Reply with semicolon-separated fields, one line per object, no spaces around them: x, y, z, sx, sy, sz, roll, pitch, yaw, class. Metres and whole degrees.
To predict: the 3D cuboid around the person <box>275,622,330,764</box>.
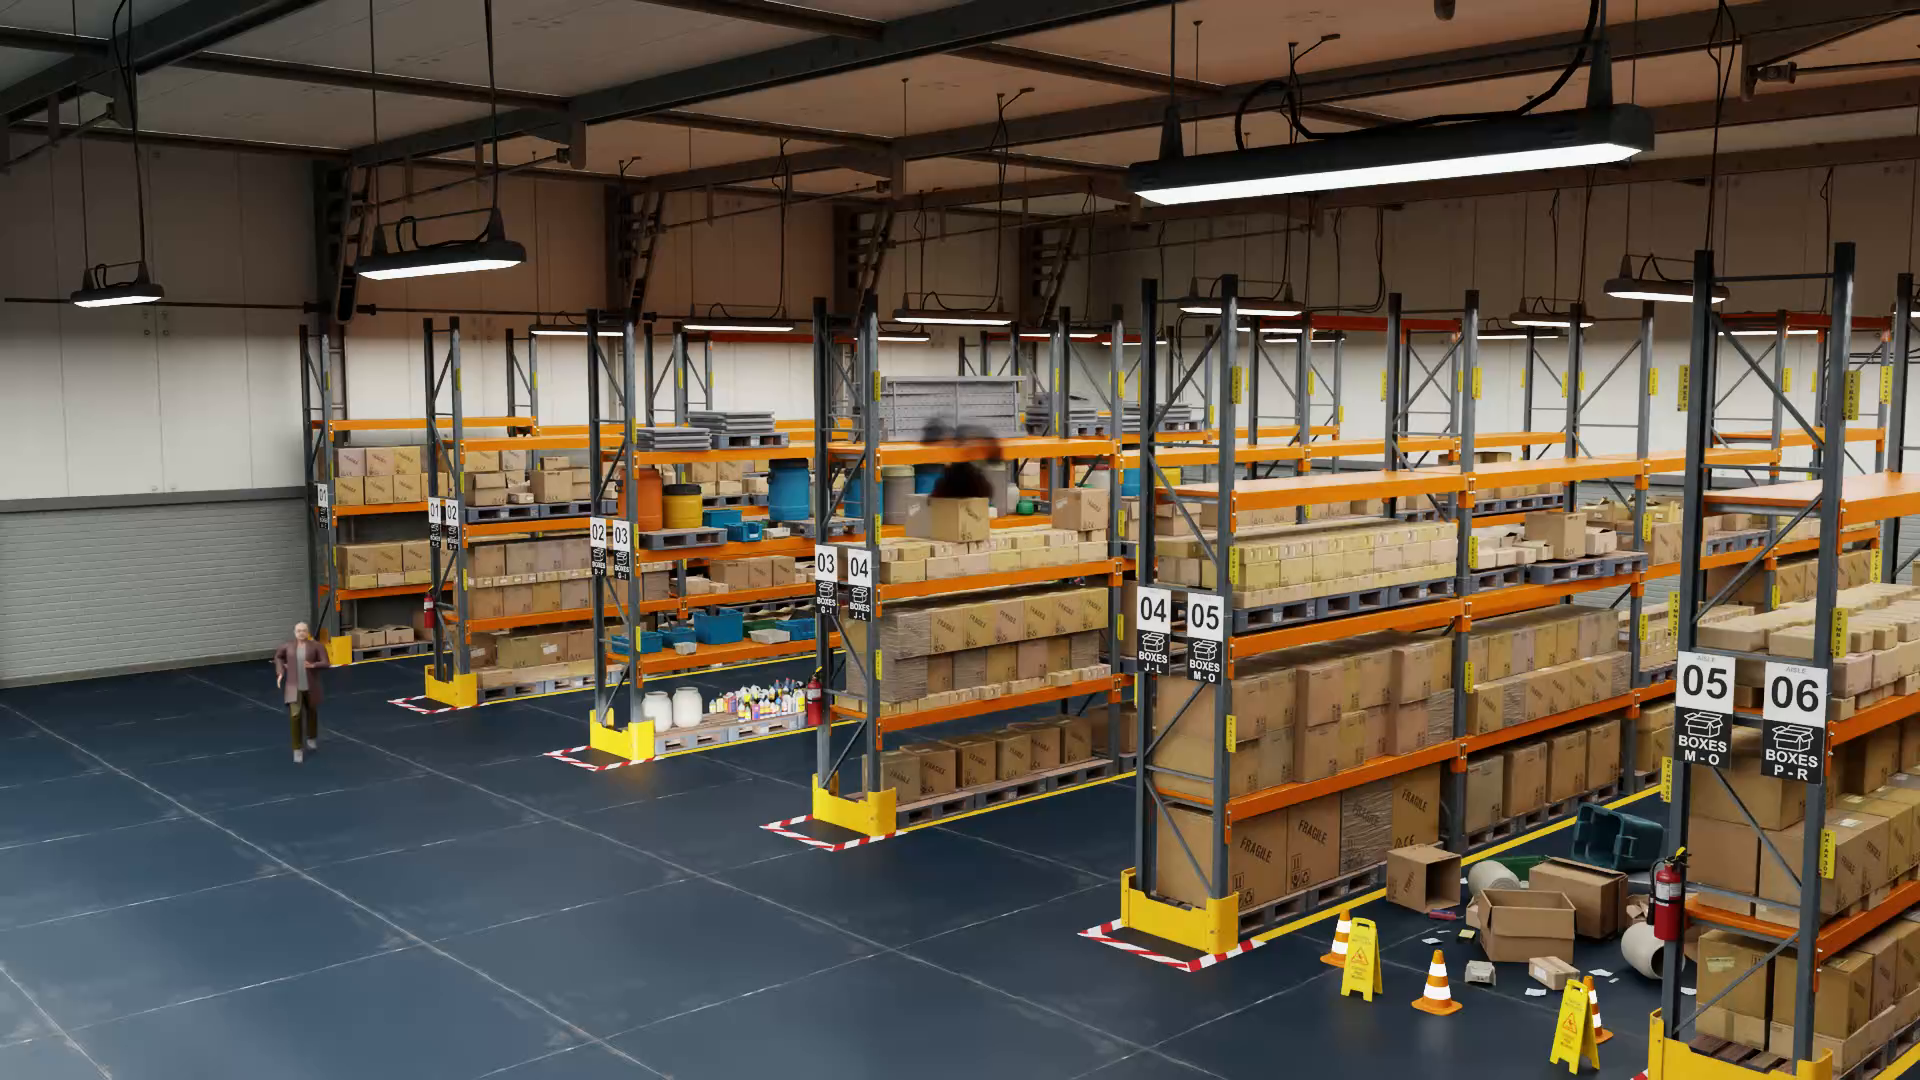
-8.818;2.016;22.339;0.681;1.836;0.910;-2;6;-22;person
